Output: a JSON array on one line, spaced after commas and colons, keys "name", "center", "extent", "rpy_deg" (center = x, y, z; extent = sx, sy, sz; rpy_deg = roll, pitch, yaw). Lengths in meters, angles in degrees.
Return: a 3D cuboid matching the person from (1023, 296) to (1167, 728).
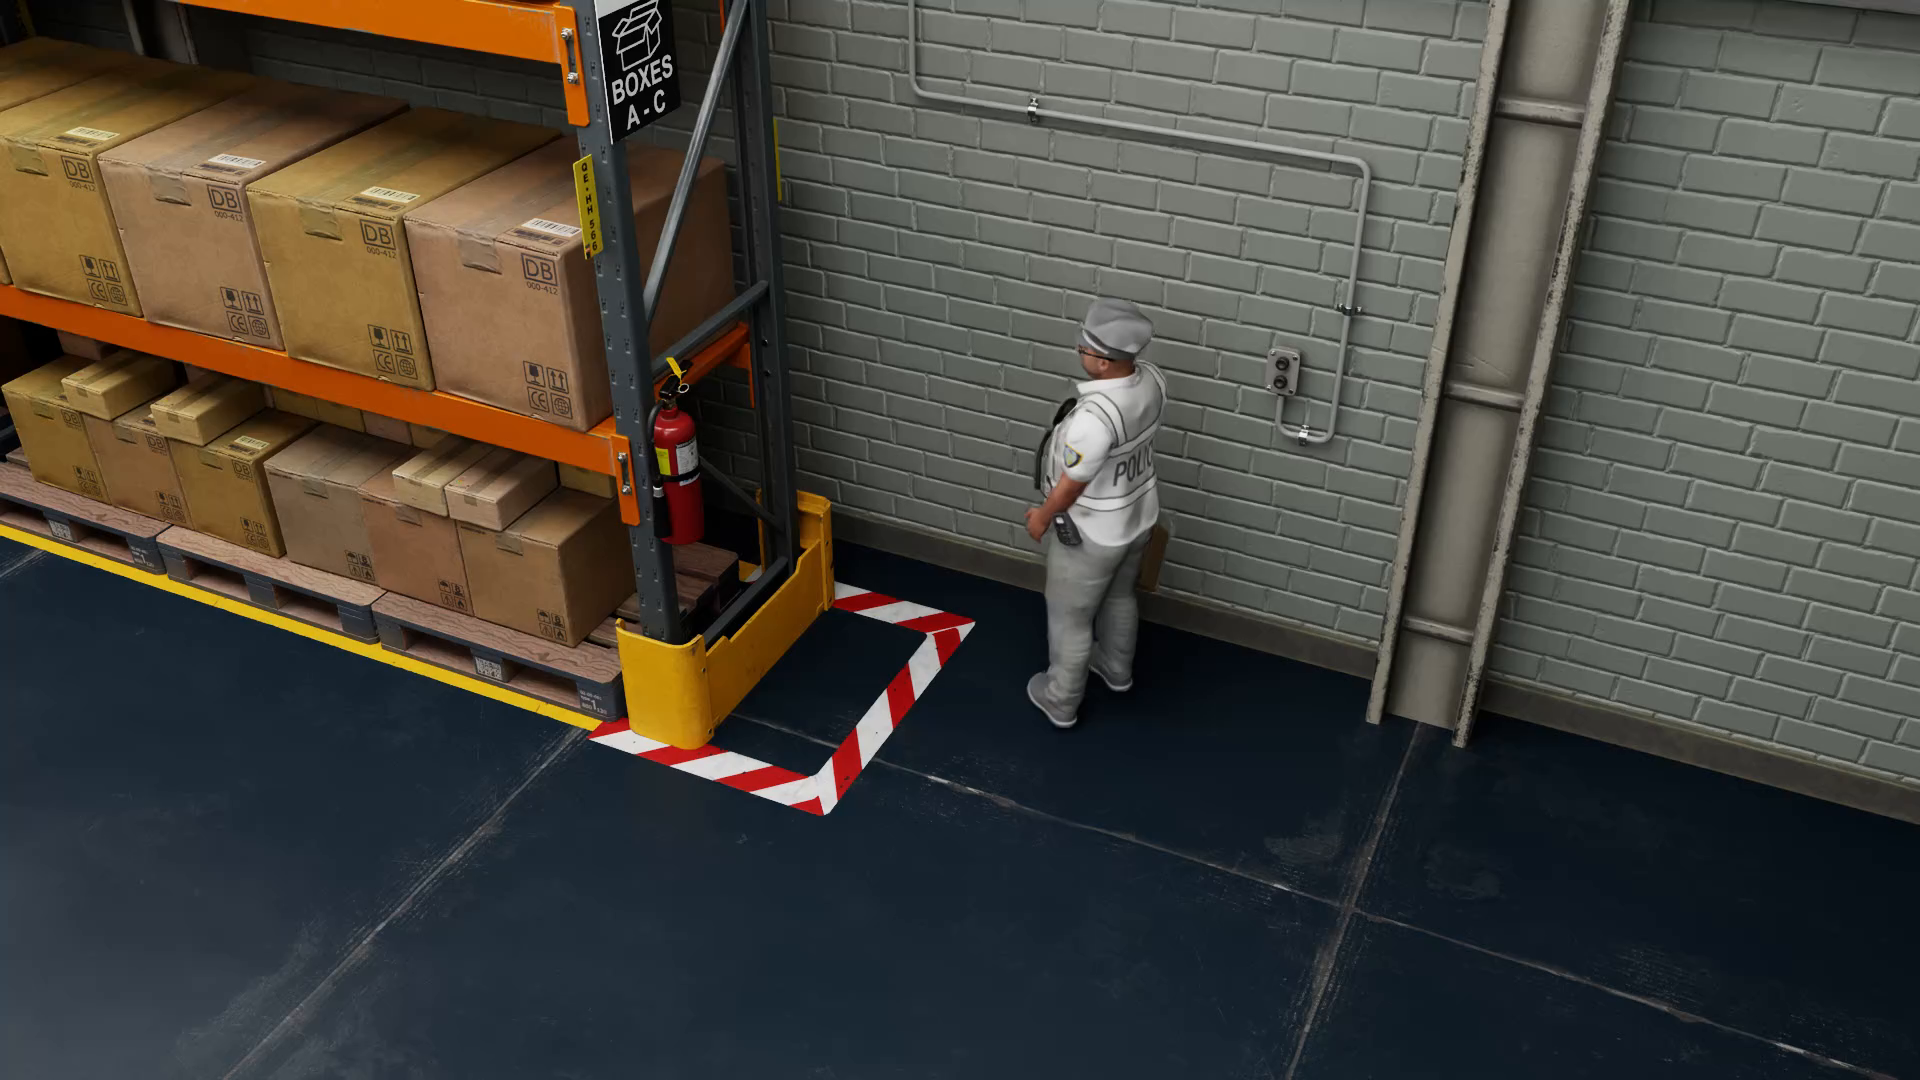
[{"name": "person", "center": [0.518, -0.101, 6.235], "extent": [0.461, 1.782, 0.602], "rpy_deg": [22, 39, 29]}]
